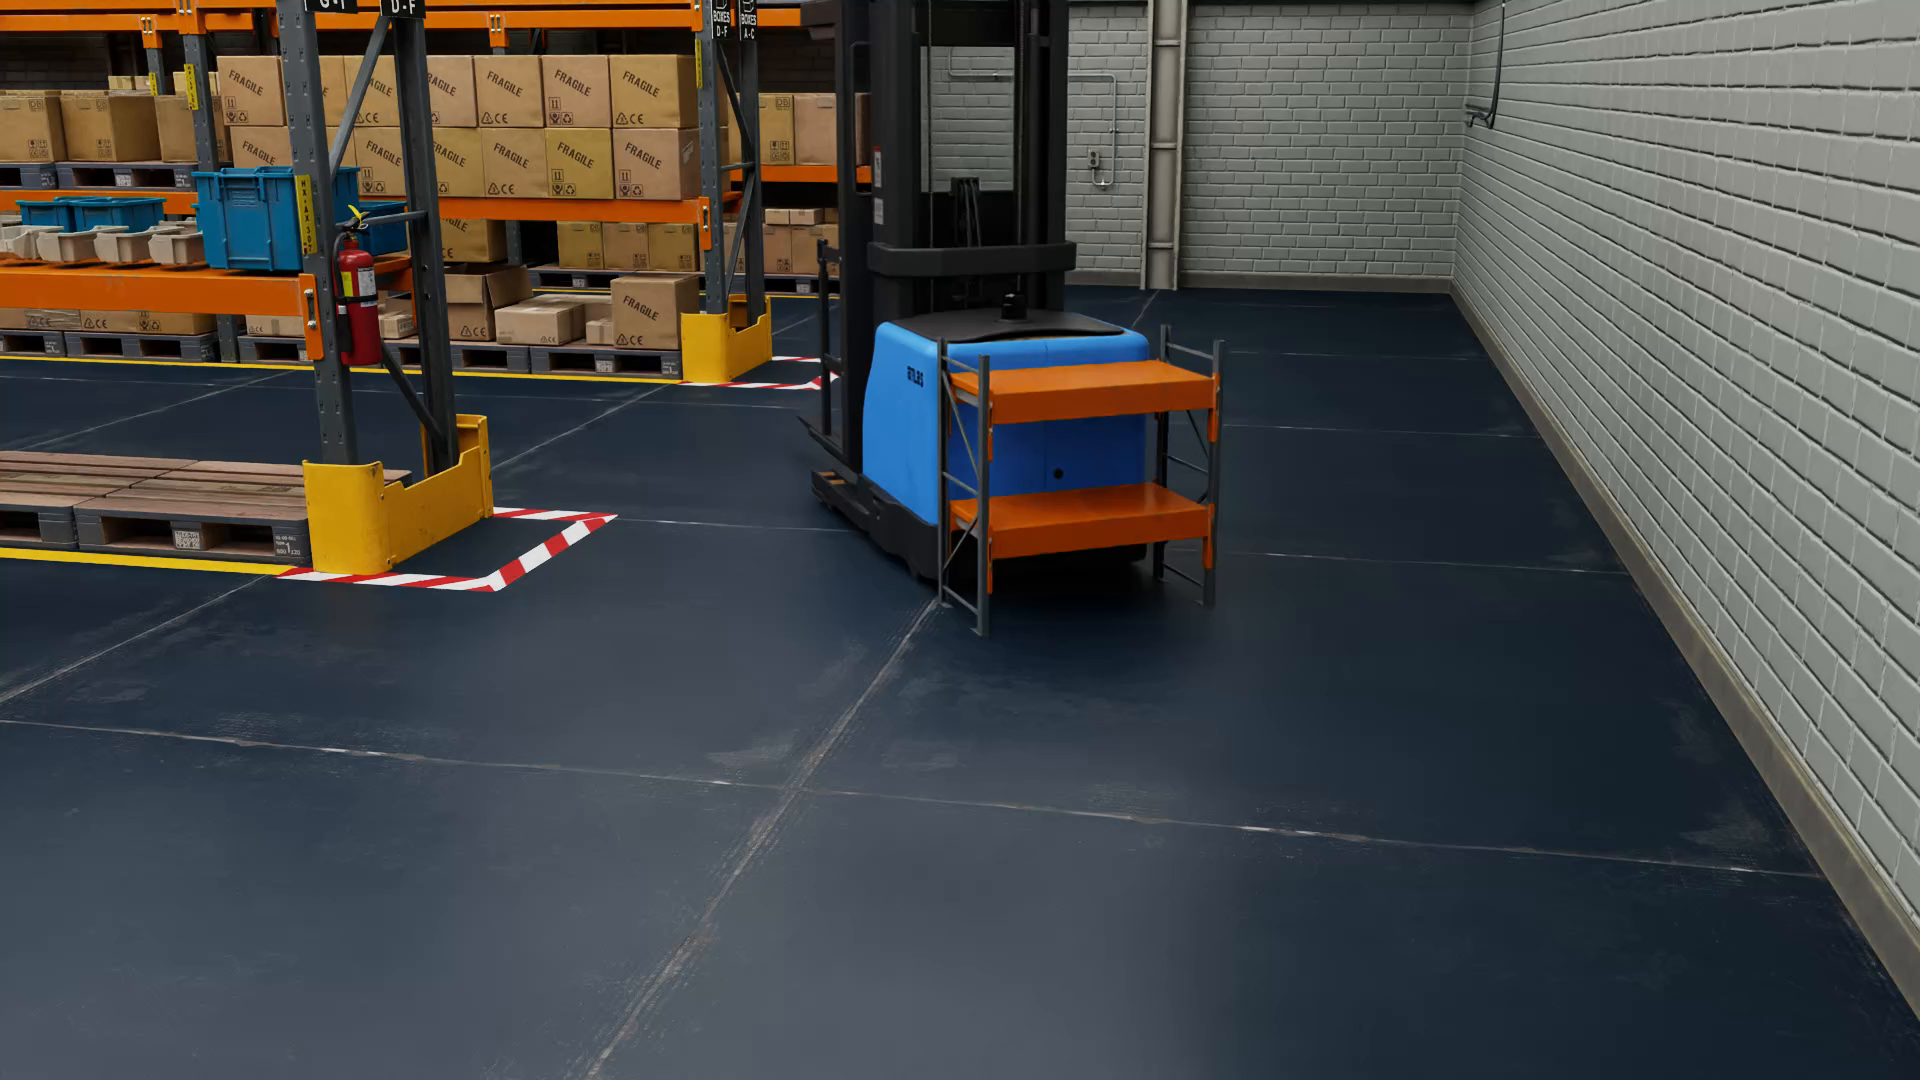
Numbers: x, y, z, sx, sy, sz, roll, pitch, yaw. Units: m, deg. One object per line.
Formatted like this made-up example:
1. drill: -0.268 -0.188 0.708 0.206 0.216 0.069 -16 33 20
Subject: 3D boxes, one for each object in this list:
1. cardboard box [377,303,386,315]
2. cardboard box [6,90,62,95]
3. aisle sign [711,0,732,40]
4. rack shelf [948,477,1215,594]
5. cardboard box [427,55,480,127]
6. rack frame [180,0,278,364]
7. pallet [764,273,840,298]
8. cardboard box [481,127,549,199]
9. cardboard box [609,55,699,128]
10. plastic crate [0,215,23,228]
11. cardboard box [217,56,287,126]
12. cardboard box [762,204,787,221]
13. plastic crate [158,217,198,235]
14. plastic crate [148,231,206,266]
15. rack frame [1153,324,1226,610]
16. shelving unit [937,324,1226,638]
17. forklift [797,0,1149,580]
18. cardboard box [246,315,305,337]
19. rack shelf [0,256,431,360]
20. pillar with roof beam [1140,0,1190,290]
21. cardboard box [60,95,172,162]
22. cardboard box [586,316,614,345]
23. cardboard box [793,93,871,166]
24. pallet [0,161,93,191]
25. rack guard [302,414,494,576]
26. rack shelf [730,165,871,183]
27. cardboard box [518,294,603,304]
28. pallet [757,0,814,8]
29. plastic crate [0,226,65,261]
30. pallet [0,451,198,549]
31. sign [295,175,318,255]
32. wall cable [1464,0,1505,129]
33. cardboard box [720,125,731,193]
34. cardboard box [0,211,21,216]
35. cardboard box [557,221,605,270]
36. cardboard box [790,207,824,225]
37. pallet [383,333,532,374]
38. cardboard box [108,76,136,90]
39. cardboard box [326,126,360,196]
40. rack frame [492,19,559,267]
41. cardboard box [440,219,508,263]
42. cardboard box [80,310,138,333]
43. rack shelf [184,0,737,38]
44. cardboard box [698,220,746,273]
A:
1. cardboard box: -4.607 -1.829 13.493 0.250 0.149 0.380 3 16 11
2. cardboard box: -10.226 -4.804 18.703 0.500 0.500 0.700 3 16 11
3. aisle sign: -1.676 -3.908 11.611 0.004 0.787 0.394 3 16 11
4. rack shelf: 0.485 -0.031 6.911 1.000 0.278 0.538 -6 17 -20
5. cardboard box: -3.680 -3.301 12.229 0.500 0.500 0.500 4 16 13
6. rack frame: -5.602 -2.952 13.029 0.127 3.000 1.000 3 16 11
7. pallet: -1.498 -2.713 17.391 1.213 0.211 1.003 3 16 11
8. cardboard box: -3.172 -2.794 12.273 0.500 0.500 0.500 3 16 12
9. cardboard box: -2.173 -3.221 11.939 0.500 0.500 0.500 3 16 11
10. plastic crate: -4.826 -1.544 8.328 0.466 0.136 0.293 3 16 11
11. cardboard box: -5.196 -3.383 12.525 0.500 0.500 0.500 4 16 13
12. cardboard box: -1.984 -3.442 17.480 0.250 0.149 0.380 3 16 12
13. plastic crate: -3.812 -1.519 8.239 0.298 0.136 0.250 3 16 11
14. plastic crate: -3.508 -1.341 7.596 0.243 0.136 0.396 3 16 11
15. rack frame: 0.960 -0.315 7.021 0.032 1.125 0.500 -6 17 -20
16. shelving unit: 0.485 -0.266 6.846 1.048 1.125 0.538 -6 17 -20
17. forklift: -0.135 -1.590 8.240 1.130 2.935 3.031 -5 16 -19
18. cardboard box: -5.233 -1.789 13.044 0.500 0.311 0.500 3 16 11
19. rack shelf: -4.632 -1.203 8.063 4.000 0.370 1.077 3 16 11
20. pillar with roof beam: 1.262 -5.882 12.371 0.400 9.000 9.100 3 16 11
21. cardboard box: -6.708 -3.306 13.334 0.500 0.500 0.700 6 16 20
22. cardboard box: -2.643 -1.595 12.614 0.250 0.166 0.380 3 16 11
23. cardboard box: -1.200 -4.204 16.988 0.700 0.700 0.980 4 16 14
24. pallet: -7.615 -2.970 13.453 1.213 0.211 1.003 3 16 11
25. rack guard: -2.646 -0.241 7.925 0.348 0.500 1.175 3 16 11
26. rack shelf: -2.658 -3.795 17.419 4.000 0.370 1.077 3 16 11
27. cardboard box: -3.138 -1.782 13.133 0.500 0.250 0.500 3 16 11
28. pallet: -1.427 -5.474 16.683 1.213 0.211 1.003 3 16 11
29. plastic crate: -4.361 -1.380 7.735 0.250 0.136 0.298 3 16 11
30. pallet: -4.665 -0.219 8.387 1.213 0.211 1.003 3 16 11
31. sign: -2.766 -1.377 7.039 0.005 0.325 0.100 3 16 11
32. wall cable: 4.773 -5.035 15.129 0.112 2.526 3.097 3 16 11
33. cardboard box: -2.064 -2.880 12.581 0.500 0.500 0.500 3 16 12
34. cardboard box: -10.725 -3.594 19.205 0.500 0.500 0.700 3 16 12
35. cardboard box: -3.906 -3.179 17.745 0.500 0.500 0.700 3 16 12
36. cardboard box: -1.566 -3.315 17.023 0.250 0.149 0.380 3 16 10
37. pallet: -3.730 -1.507 13.036 1.213 0.211 1.003 3 16 11
38. cardboard box: -9.200 -5.057 18.403 0.250 0.149 0.380 0 15 2
39. cardboard box: -4.654 -2.875 12.565 0.500 0.500 0.500 3 16 12
40. rack frame: -4.618 -4.248 17.707 0.127 3.000 1.000 3 16 11
41. cardboard box: -5.281 -3.415 17.940 0.750 0.750 0.750 3 16 12
42. cardboard box: -6.625 -1.939 13.230 0.500 0.500 0.500 3 16 11
43. rack shelf: -3.642 -3.944 12.340 4.000 0.370 1.077 3 16 11
44. cardboard box: -2.388 -3.097 17.449 0.500 0.500 0.700 3 16 9
